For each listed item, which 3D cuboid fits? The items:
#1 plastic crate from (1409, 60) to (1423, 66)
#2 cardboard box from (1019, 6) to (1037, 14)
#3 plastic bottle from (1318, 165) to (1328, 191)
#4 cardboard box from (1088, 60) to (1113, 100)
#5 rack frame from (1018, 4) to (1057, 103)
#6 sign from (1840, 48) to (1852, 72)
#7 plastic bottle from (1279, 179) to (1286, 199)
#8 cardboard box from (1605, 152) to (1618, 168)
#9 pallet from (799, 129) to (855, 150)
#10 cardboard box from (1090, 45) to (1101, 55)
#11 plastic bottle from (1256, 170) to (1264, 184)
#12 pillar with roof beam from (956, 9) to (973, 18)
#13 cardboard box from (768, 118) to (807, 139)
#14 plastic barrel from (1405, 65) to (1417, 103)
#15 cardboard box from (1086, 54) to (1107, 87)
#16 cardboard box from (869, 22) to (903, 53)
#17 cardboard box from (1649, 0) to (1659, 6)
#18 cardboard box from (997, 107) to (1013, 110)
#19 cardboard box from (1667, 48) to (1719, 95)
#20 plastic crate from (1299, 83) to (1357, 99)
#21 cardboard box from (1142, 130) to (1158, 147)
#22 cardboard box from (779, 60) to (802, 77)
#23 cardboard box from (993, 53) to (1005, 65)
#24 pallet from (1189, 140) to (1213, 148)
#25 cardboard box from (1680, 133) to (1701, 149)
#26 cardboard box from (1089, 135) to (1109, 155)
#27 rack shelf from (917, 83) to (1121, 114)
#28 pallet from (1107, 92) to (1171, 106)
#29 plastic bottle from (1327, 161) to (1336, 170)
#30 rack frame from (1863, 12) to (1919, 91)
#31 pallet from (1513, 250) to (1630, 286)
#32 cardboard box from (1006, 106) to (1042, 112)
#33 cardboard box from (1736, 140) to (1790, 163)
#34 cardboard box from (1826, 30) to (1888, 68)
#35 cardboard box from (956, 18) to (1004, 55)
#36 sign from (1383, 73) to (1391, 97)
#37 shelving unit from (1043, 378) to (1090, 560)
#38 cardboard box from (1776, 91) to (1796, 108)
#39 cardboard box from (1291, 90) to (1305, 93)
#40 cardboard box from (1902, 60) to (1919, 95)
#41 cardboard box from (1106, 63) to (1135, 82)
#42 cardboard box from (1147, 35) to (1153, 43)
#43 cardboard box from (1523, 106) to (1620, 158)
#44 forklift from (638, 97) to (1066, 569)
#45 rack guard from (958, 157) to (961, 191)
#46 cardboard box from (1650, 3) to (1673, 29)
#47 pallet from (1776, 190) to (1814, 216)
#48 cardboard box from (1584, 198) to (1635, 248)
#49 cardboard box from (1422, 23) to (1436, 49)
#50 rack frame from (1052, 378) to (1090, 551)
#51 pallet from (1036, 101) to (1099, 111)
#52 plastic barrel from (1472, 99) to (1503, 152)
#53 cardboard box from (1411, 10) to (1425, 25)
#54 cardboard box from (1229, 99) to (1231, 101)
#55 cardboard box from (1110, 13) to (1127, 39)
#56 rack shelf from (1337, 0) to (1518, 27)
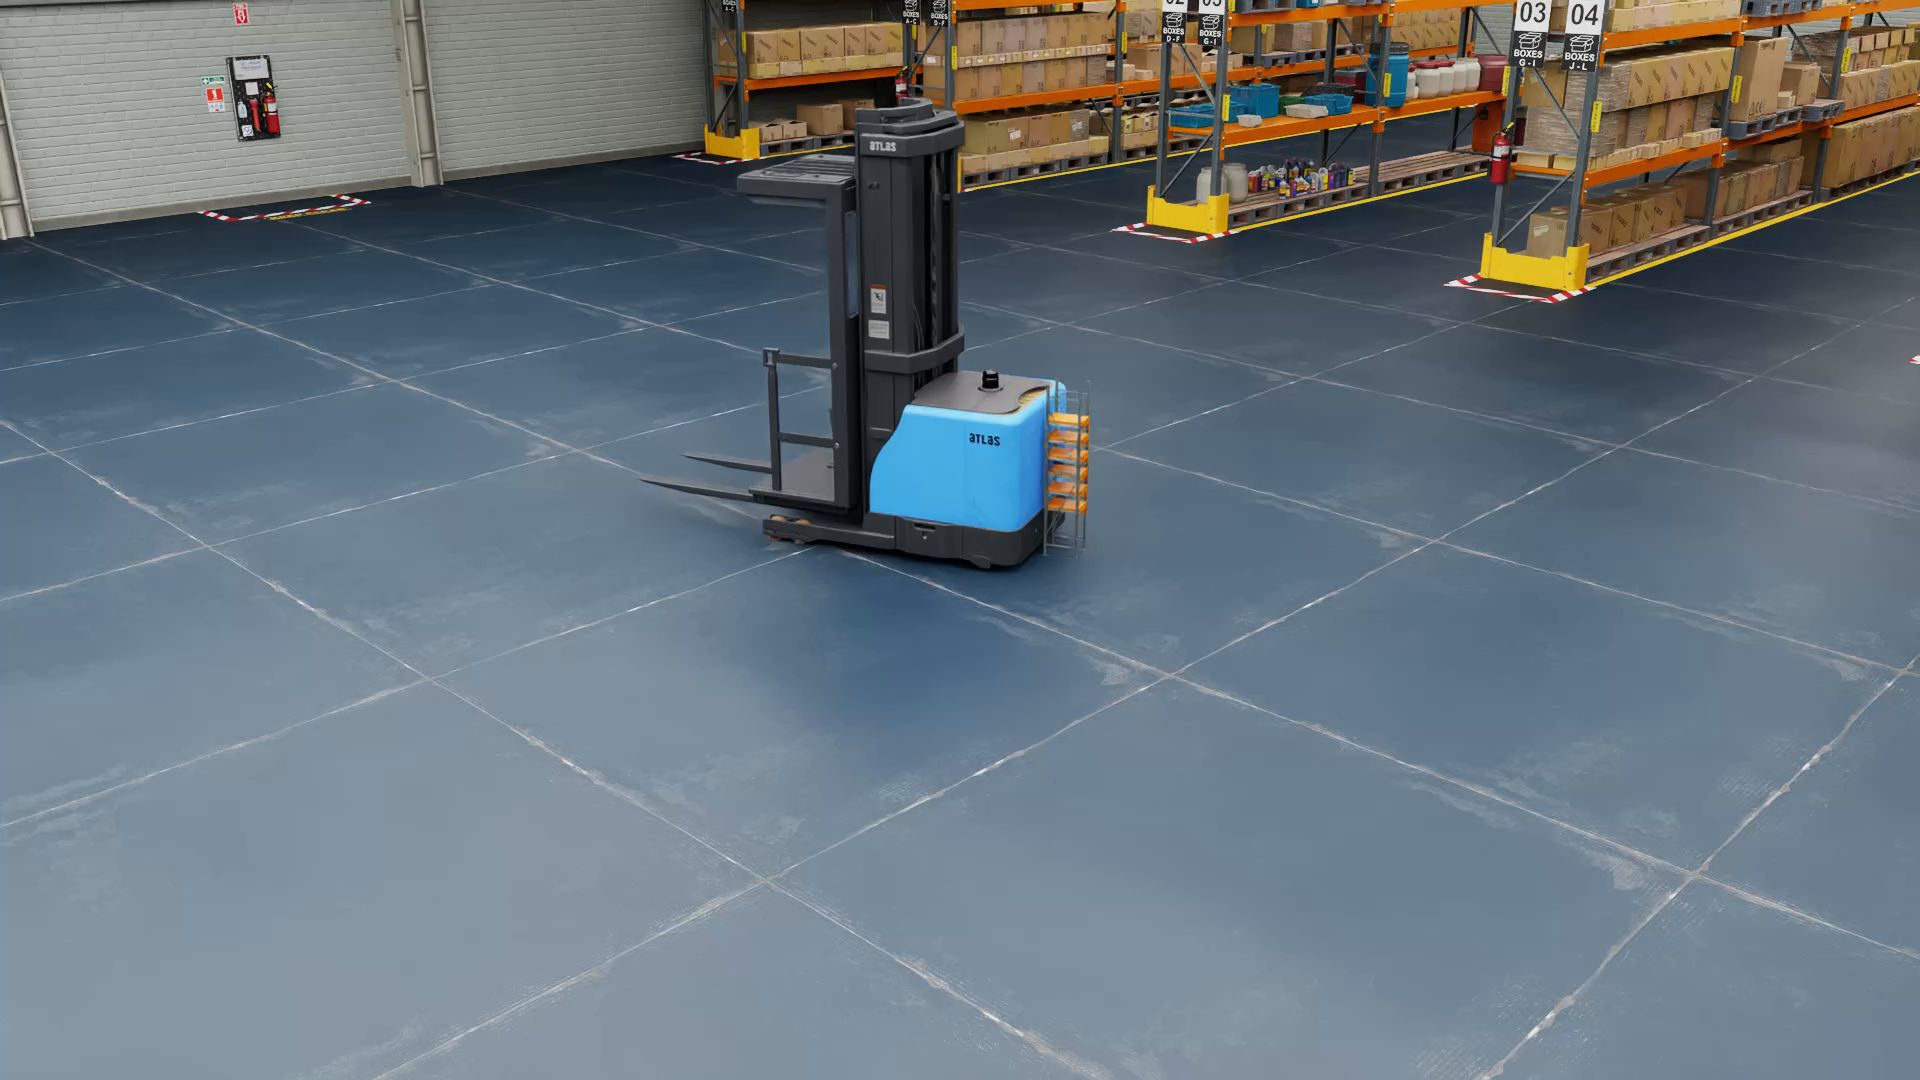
[{"bbox_3d":[7.302,-7.382,26.511,0.402,0.464,0.583,19,28,41],"label":"plastic crate"},{"bbox_3d":[1.331,-10.629,33.391,0.380,0.149,0.250,15,26,34],"label":"cardboard box"},{"bbox_3d":[5.256,-5.262,24.162,0.144,0.351,0.185,19,28,40],"label":"plastic bottle"},{"bbox_3d":[2.773,-9.743,35.153,0.750,0.750,0.750,19,28,40],"label":"cardboard box"},{"bbox_3d":[1.550,-10.171,33.855,1.000,3.000,0.127,19,28,41],"label":"rack frame"},{"bbox_3d":[12.592,-6.822,23.638,0.100,0.325,0.005,19,28,41],"label":"sign"},{"bbox_3d":[4.555,-4.955,23.474,0.097,0.271,0.097,0,21,0],"label":"plastic bottle"},{"bbox_3d":[7.359,-4.411,19.221,0.380,0.149,0.250,19,28,41],"label":"cardboard box"},{"bbox_3d":[-2.535,-7.344,30.388,1.003,0.211,1.213,19,28,41],"label":"pallet"},{"bbox_3d":[2.101,-8.066,27.337,0.380,0.149,0.250,19,28,40],"label":"cardboard box"},{"bbox_3d":[4.327,-5.244,24.220,0.152,0.276,0.135,18,28,39],"label":"plastic bottle"},{"bbox_3d":[3.108,-11.776,29.669,9.100,9.000,0.400,19,28,41],"label":"pillar with roof beam"},{"bbox_3d":[-3.086,-7.366,29.693,0.500,0.311,0.500,-17,27,-38],"label":"cardboard box"},{"bbox_3d":[6.682,-6.917,25.201,0.433,0.535,0.433,0,21,0],"label":"plastic barrel"},{"bbox_3d":[2.006,-7.835,27.638,0.700,0.500,0.500,18,28,39],"label":"cardboard box"},{"bbox_3d":[-1.349,-9.233,30.551,0.500,0.500,0.500,19,28,41],"label":"cardboard box"},{"bbox_3d":[7.725,-6.176,18.934,0.380,0.149,0.250,19,28,40],"label":"cardboard box"},{"bbox_3d":[0.642,-8.908,33.440,0.700,0.500,0.500,19,28,41],"label":"cardboard box"},{"bbox_3d":[8.942,-5.762,20.437,0.500,0.500,0.500,19,28,41],"label":"cardboard box"},{"bbox_3d":[5.401,-6.531,24.472,0.767,0.338,0.504,19,28,41],"label":"plastic crate"},{"bbox_3d":[3.128,-6.989,28.824,0.500,0.250,0.500,-19,28,-41],"label":"cardboard box"},{"bbox_3d":[-3.111,-8.237,29.004,0.500,0.250,0.500,18,28,39],"label":"cardboard box"},{"bbox_3d":[0.484,-7.468,25.781,0.380,0.149,0.250,19,28,40],"label":"cardboard box"},{"bbox_3d":[4.500,-7.428,30.607,1.003,0.211,1.213,19,28,41],"label":"pallet"},{"bbox_3d":[8.974,-4.974,20.684,0.380,0.149,0.250,19,28,41],"label":"cardboard box"},{"bbox_3d":[2.144,-6.642,27.922,0.500,0.250,0.500,19,28,41],"label":"cardboard box"},{"bbox_3d":[0.916,-7.054,26.748,1.077,0.370,4.000,19,28,41],"label":"rack shelf"},{"bbox_3d":[3.856,-9.680,36.465,1.003,0.211,1.213,19,28,41],"label":"pallet"},{"bbox_3d":[5.512,-5.430,24.600,0.144,0.351,0.185,19,28,41],"label":"plastic bottle"},{"bbox_3d":[14.987,-7.480,26.854,1.000,3.000,0.127,19,28,41],"label":"rack frame"},{"bbox_3d":[7.261,-3.313,19.900,1.003,0.211,1.213,19,28,41],"label":"pallet"},{"bbox_3d":[1.066,-6.868,27.465,0.500,0.500,0.500,19,28,41],"label":"cardboard box"},{"bbox_3d":[11.388,-5.521,23.585,0.500,0.250,0.500,-16,26,-36],"label":"cardboard box"},{"bbox_3d":[13.638,-7.491,25.346,0.637,0.503,0.797,-19,28,-40],"label":"cardboard box"},{"bbox_3d":[0.256,-7.795,25.725,0.700,0.500,0.500,18,28,39],"label":"cardboard box"},{"bbox_3d":[6.244,-6.652,24.313,0.100,0.325,0.005,19,28,41],"label":"sign"},{"bbox_3d":[0.713,-0.471,11.127,0.258,1.200,0.189,8,22,20],"label":"shelving unit"},{"bbox_3d":[11.227,-6.089,22.836,0.396,0.266,0.258,18,28,39],"label":"cardboard box"},{"bbox_3d":[6.699,-8.415,32.158,0.500,0.500,0.500,18,27,39],"label":"cardboard box"},{"bbox_3d":[14.857,-7.338,26.345,0.500,0.500,0.500,19,28,41],"label":"cardboard box"},{"bbox_3d":[2.623,-7.971,28.341,0.500,0.250,0.500,-18,27,-39],"label":"cardboard box"},{"bbox_3d":[3.935,-10.807,35.833,0.250,0.149,0.380,-19,28,-40],"label":"cardboard box"},{"bbox_3d":[7.019,-4.715,19.107,0.875,0.500,0.500,19,28,41],"label":"cardboard box"},{"bbox_3d":[-0.823,-1.503,11.401,3.031,2.935,1.130,9,23,21],"label":"forklift"},{"bbox_3d":[-0.496,-5.702,25.714,1.175,0.500,0.348,19,28,41],"label":"rack guard"},{"bbox_3d":[7.841,-6.045,19.149,0.500,0.250,0.500,19,28,40],"label":"cardboard box"},{"bbox_3d":[11.651,-4.949,24.157,1.003,0.211,1.213,19,28,41],"label":"pallet"},{"bbox_3d":[7.906,-3.899,20.437,0.500,0.500,0.500,-17,27,-37],"label":"cardboard box"},{"bbox_3d":[9.502,-10.461,34.471,0.500,0.500,0.500,19,28,40],"label":"cardboard box"},{"bbox_3d":[0.747,-0.501,11.207,0.240,1.200,0.006,8,22,20],"label":"rack frame"},{"bbox_3d":[2.154,-9.053,34.833,1.003,0.211,1.213,19,28,41],"label":"pallet"},{"bbox_3d":[8.977,-7.004,28.056,0.600,0.830,0.708,19,28,41],"label":"plastic barrel"},{"bbox_3d":[9.141,-10.789,33.930,0.500,0.500,0.500,18,28,39],"label":"cardboard box"},{"bbox_3d":[4.913,-7.910,30.438,0.500,0.311,0.500,-19,28,-41],"label":"cardboard box"},{"bbox_3d":[3.149,-10.822,34.967,0.500,0.500,0.500,-19,28,-41],"label":"cardboard box"},{"bbox_3d":[7.253,-8.241,25.657,1.077,0.370,4.000,19,28,41],"label":"rack shelf"}]
